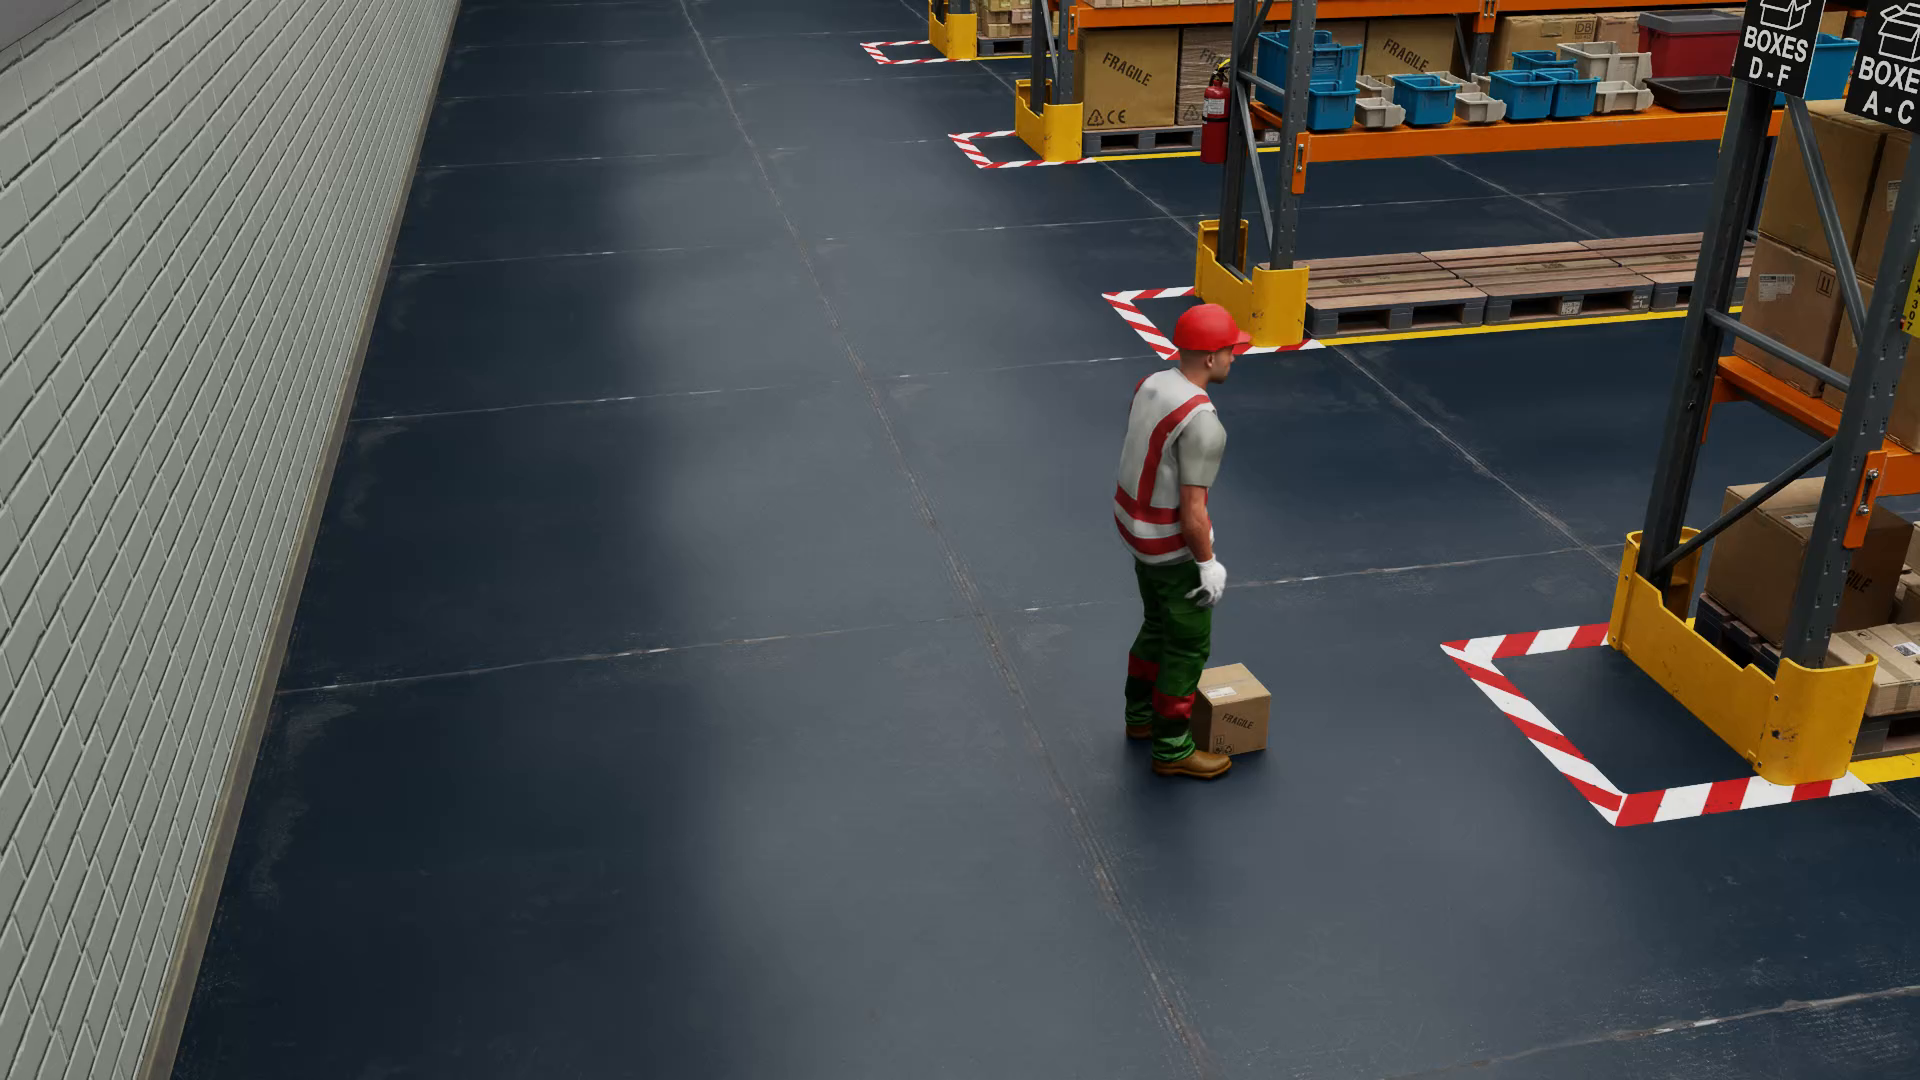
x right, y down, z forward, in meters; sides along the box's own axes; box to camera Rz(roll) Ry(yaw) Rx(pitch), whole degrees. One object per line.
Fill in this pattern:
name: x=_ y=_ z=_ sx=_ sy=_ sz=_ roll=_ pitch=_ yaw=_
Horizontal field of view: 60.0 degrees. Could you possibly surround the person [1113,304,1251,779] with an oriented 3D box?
person: x=0.804 y=0.006 z=6.088 sx=0.450 sy=1.778 sz=0.605 roll=-7 pitch=27 yaw=-13
